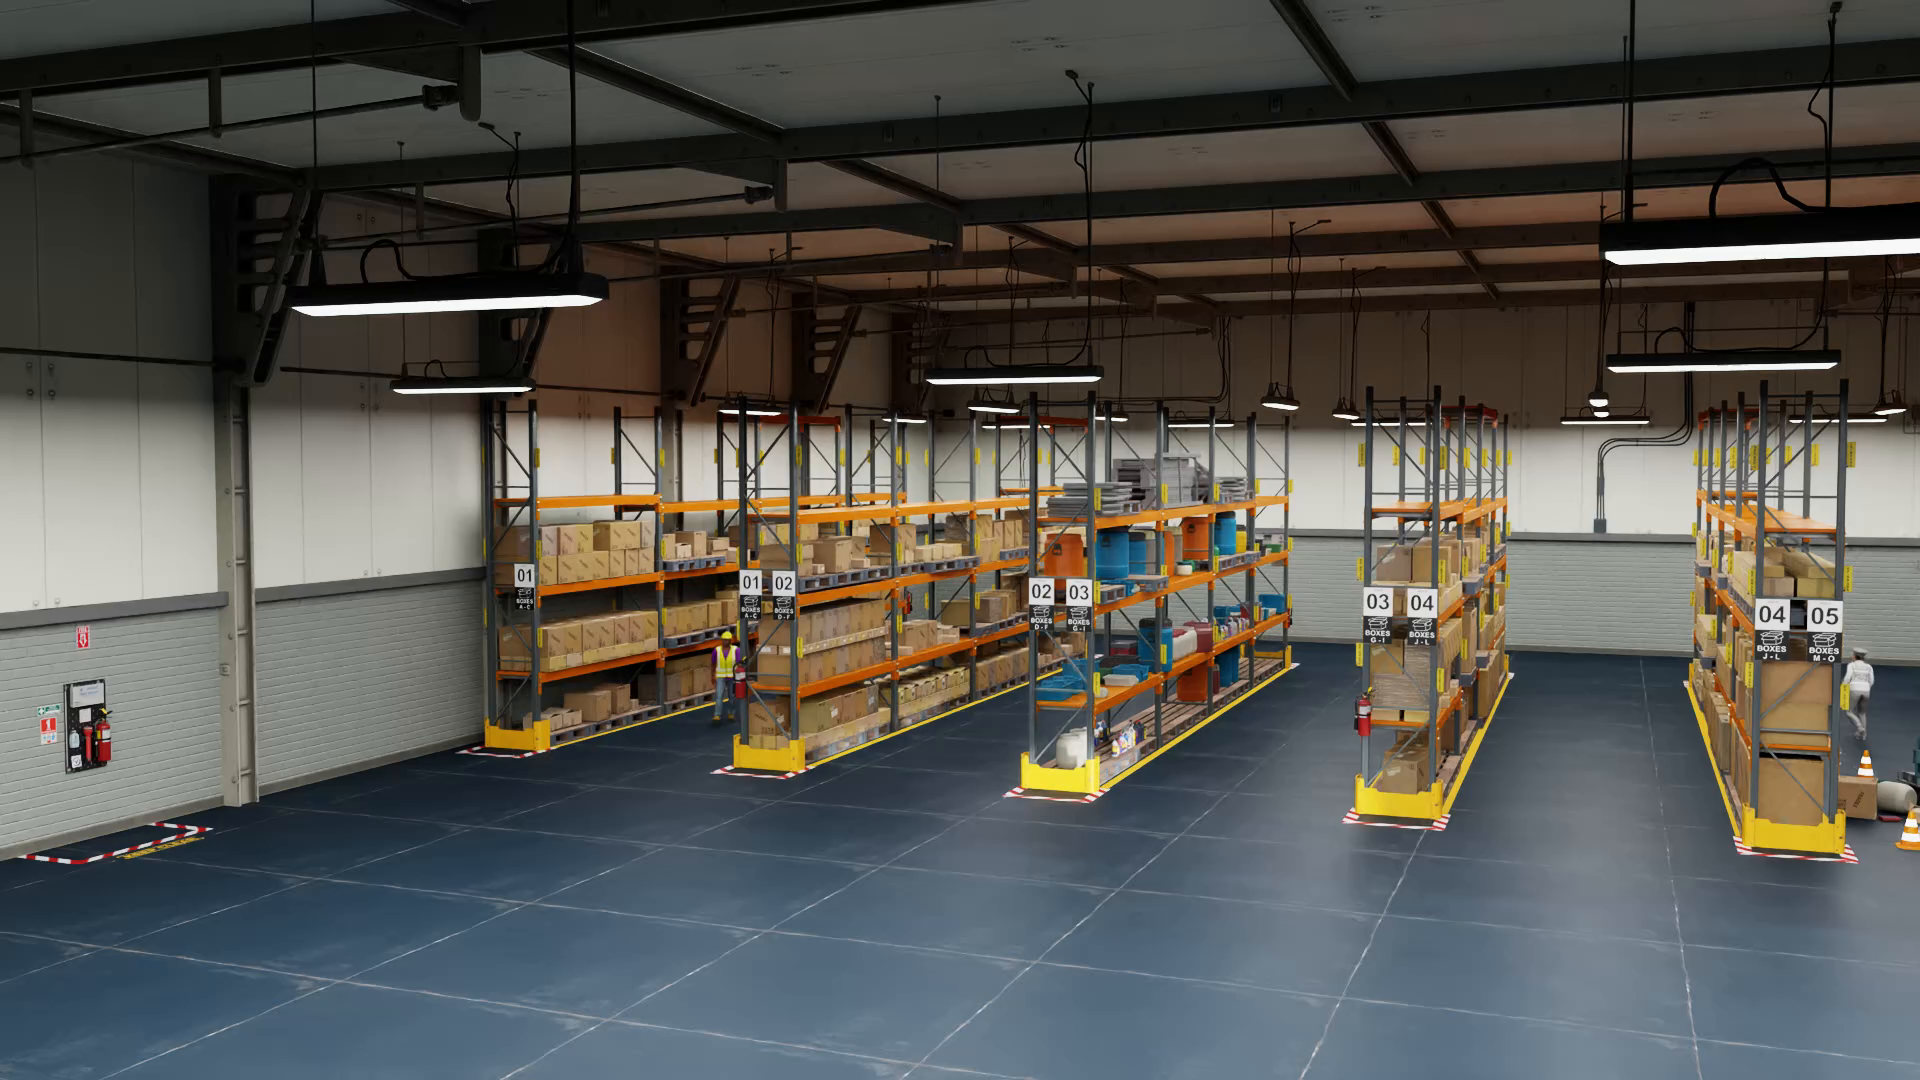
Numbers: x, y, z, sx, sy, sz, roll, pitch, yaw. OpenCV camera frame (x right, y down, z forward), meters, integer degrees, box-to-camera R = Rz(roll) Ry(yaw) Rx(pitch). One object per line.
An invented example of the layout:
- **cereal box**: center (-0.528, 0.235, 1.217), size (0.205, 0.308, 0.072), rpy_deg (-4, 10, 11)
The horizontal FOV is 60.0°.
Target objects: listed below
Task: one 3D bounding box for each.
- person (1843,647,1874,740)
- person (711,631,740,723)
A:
- **person**: center (15.939, 2.739, 29.456), size (0.558, 1.631, 0.649), rpy_deg (0, 3, 5)
- **person**: center (-4.390, 2.576, 31.278), size (0.590, 1.699, 1.082), rpy_deg (0, 3, -9)
